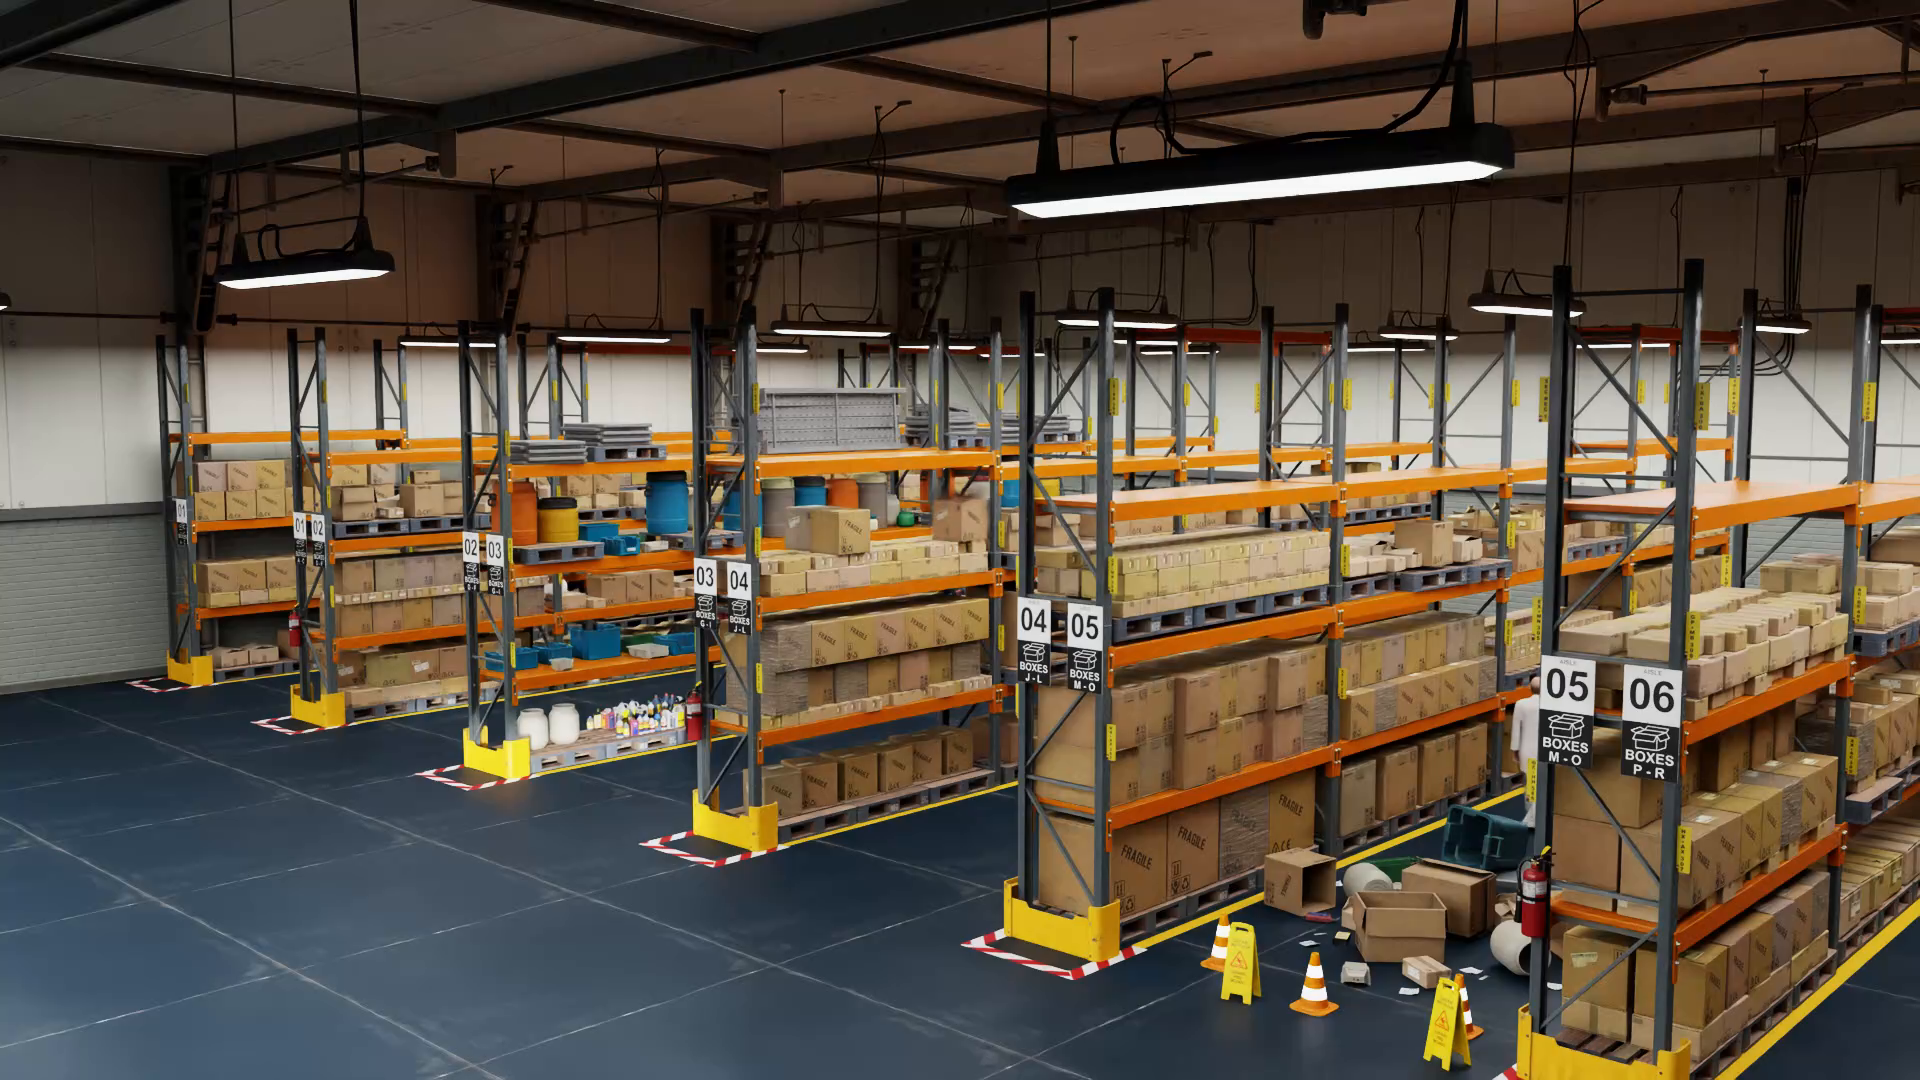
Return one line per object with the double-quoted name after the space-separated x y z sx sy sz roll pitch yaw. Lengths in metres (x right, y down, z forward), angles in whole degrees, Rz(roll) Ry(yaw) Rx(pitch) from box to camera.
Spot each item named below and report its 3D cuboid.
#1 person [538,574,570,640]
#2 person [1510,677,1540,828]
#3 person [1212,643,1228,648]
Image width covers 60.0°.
-7.747 1.316 31.659 0.649 1.698 1.113 3 6 26 "person"
6.692 2.473 19.319 0.610 1.775 0.592 5 7 44 "person"
3.524 2.112 23.073 0.551 1.787 0.588 -1 5 -10 "person"
